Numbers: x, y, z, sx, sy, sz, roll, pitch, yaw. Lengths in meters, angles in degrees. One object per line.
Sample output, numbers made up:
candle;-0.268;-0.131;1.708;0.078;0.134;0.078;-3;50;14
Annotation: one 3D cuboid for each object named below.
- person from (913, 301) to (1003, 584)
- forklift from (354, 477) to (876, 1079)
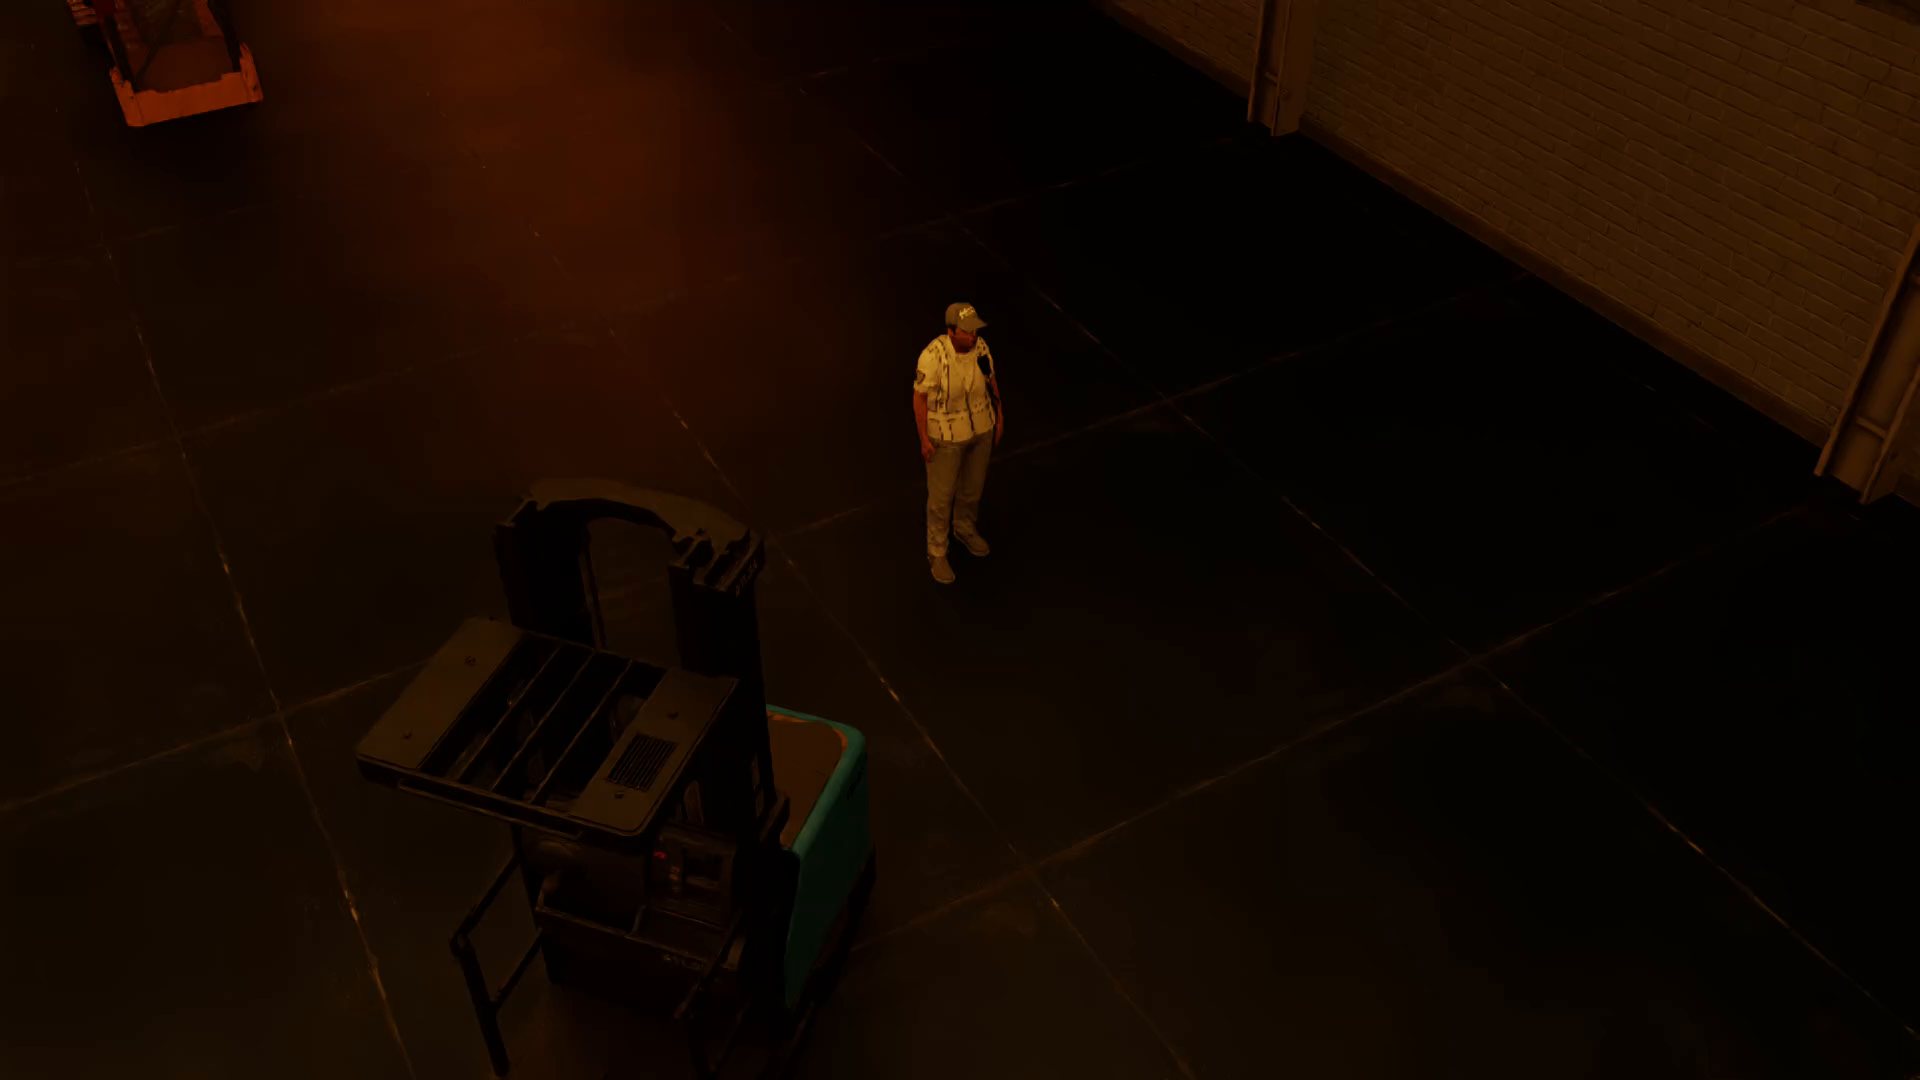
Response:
person;0.019;-0.597;9.735;0.598;1.669;0.527;-20;44;-23
forklift;-1.384;1.347;6.412;1.130;2.935;3.031;13;41;15
